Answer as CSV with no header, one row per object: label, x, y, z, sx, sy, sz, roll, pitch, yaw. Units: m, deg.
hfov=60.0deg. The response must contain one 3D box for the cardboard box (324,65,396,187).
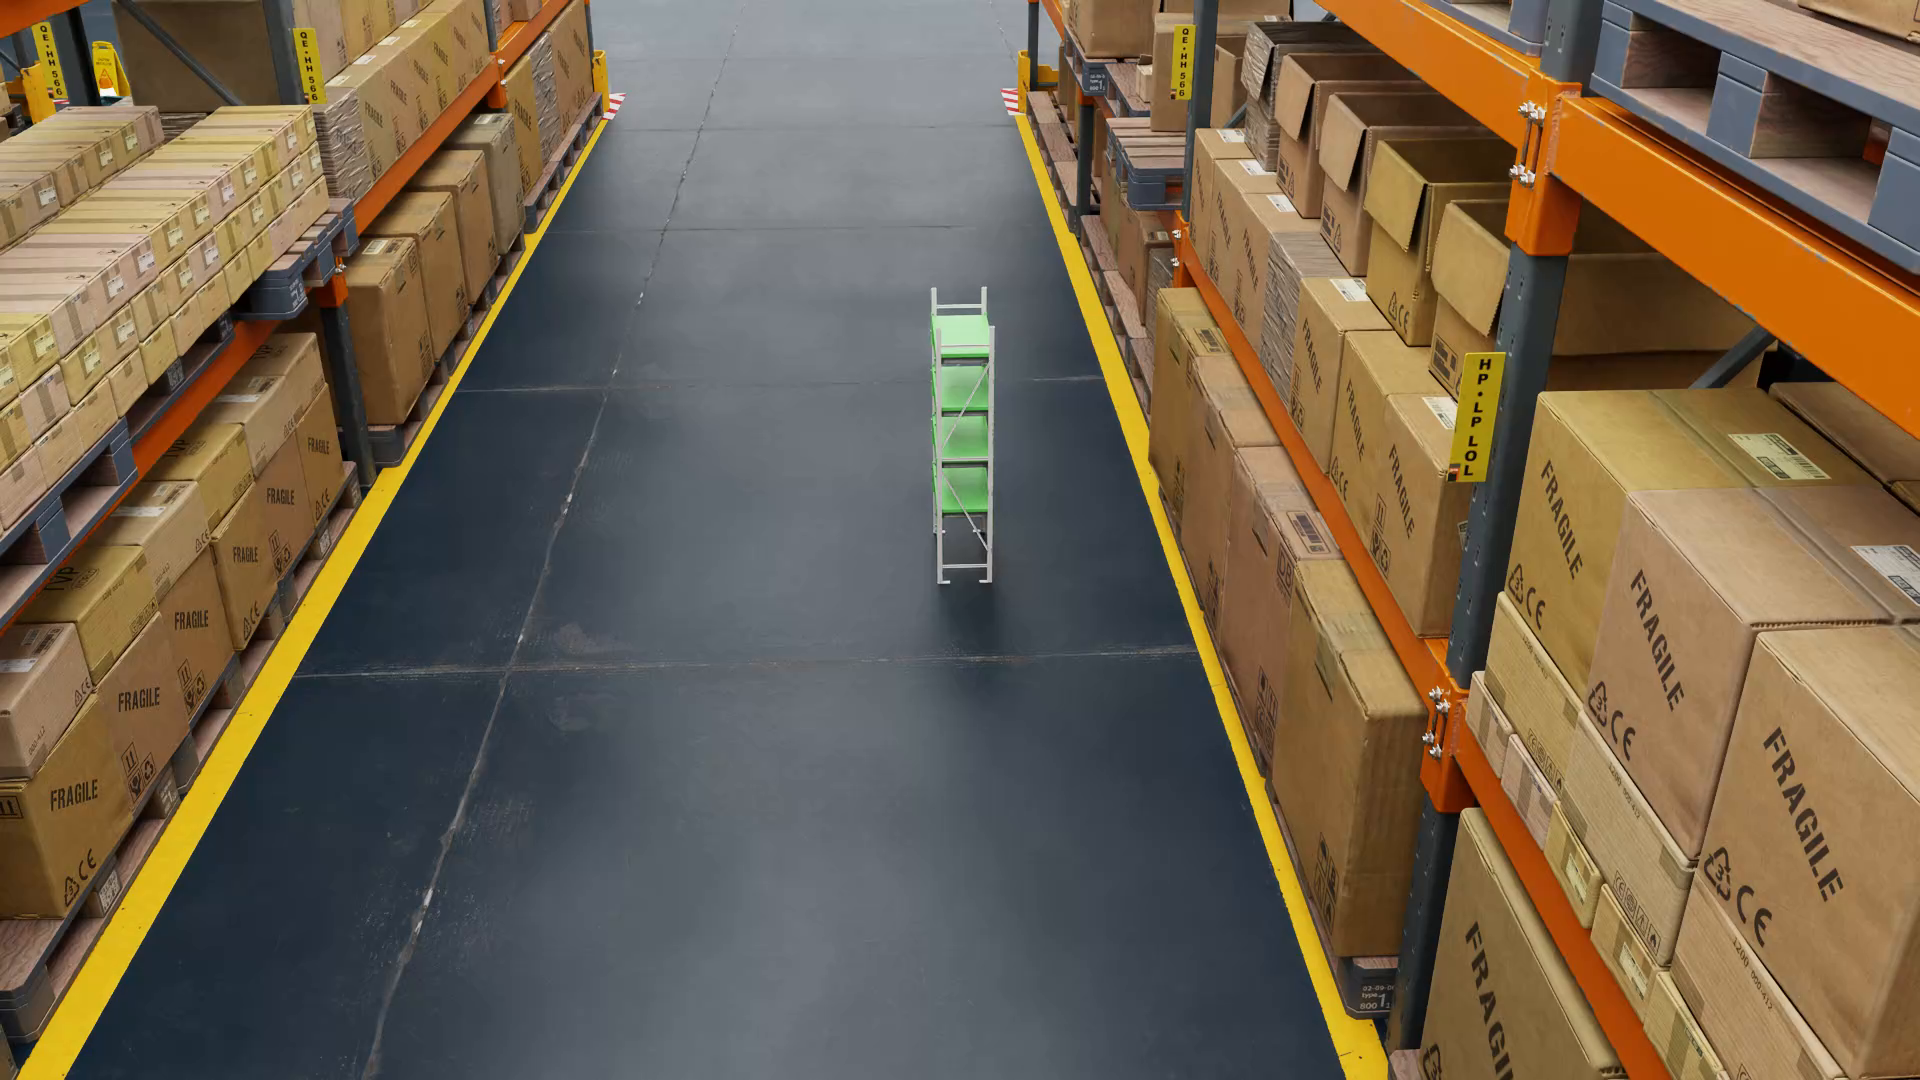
cardboard box,-3.201,-2.090,8.406,0.500,0.500,0.500,-2,28,-3

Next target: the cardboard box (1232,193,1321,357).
cardboard box,1.354,-1.009,6.333,0.500,0.500,0.500,-2,28,-4

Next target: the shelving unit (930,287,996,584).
shelving unit,0.009,-0.456,7.326,0.258,1.200,0.503,-1,28,-3

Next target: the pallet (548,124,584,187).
pallet,-3.655,-3.126,13.515,1.003,0.211,1.213,-1,28,-3

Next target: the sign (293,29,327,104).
sign,-2.877,-2.093,7.353,0.100,0.325,0.005,-1,28,-3

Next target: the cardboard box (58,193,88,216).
cardboard box,-3.546,-1.211,6.324,0.380,0.149,0.250,-1,28,-2

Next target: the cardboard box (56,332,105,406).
cardboard box,-2.814,-0.509,4.978,0.380,0.149,0.250,-3,28,-5

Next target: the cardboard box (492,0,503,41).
cardboard box,-3.658,-3.681,11.402,0.875,0.550,0.550,-1,28,-3

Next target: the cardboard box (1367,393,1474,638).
cardboard box,1.452,-0.077,4.546,0.500,0.500,0.500,-1,28,-2

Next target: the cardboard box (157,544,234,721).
cardboard box,-3.053,0.338,6.106,0.500,0.500,0.500,-1,28,-2

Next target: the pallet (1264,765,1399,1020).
pallet,1.634,1.059,5.492,1.003,0.211,1.213,-1,28,-3

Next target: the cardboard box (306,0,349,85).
cardboard box,-3.459,-2.526,8.160,0.700,0.500,0.500,-2,28,-3

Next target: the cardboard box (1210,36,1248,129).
cardboard box,1.472,-2.149,8.065,0.500,0.500,0.500,-5,28,-9

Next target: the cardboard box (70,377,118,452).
cardboard box,-2.812,-0.377,5.047,0.380,0.149,0.250,-1,28,-2

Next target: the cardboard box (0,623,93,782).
cardboard box,-2.984,0.492,5.001,0.500,0.250,0.500,-3,28,-5

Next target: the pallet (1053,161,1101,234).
pallet,1.261,-2.591,12.489,1.003,0.211,1.213,-1,28,-3

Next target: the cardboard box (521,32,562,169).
cardboard box,-3.641,-3.397,12.863,0.875,0.875,0.875,-1,28,-2

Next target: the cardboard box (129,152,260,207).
cardboard box,-2.892,-1.361,6.289,0.380,0.149,0.250,-1,28,-1

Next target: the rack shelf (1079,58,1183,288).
rack shelf,1.436,-2.275,9.646,1.077,0.370,4.000,-1,28,-3

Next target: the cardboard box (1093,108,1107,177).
cardboard box,1.313,-3.046,12.595,0.500,0.500,0.500,7,28,14

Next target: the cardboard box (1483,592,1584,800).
cardboard box,1.512,0.335,3.705,0.500,0.250,0.500,-2,28,-4

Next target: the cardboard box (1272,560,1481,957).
cardboard box,1.696,0.638,5.127,1.225,0.875,0.875,-1,28,-2

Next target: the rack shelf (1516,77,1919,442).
rack shelf,1.854,0.089,1.869,1.077,0.370,4.000,-1,28,-3

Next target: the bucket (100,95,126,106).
bucket,-5.936,-2.674,11.530,0.726,0.611,0.620,8,39,15

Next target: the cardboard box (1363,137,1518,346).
cardboard box,1.683,-0.924,5.086,0.797,0.503,0.637,-1,28,-2

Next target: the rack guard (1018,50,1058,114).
rack guard,1.127,-4.222,15.304,1.175,0.500,0.348,-1,28,-3

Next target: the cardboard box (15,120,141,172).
cardboard box,-3.571,-1.594,6.736,0.380,0.149,0.250,-2,28,-4

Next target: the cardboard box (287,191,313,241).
cardboard box,-2.922,-1.341,6.895,0.380,0.149,0.250,-1,28,-3

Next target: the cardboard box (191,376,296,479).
cardboard box,-3.083,-0.465,6.837,0.500,0.250,0.500,-1,28,-2

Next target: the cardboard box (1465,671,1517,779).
cardboard box,1.433,0.433,3.948,0.380,0.149,0.250,-1,28,-3

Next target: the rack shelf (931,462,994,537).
rack shelf,0.009,-0.186,7.467,0.258,0.148,0.480,-1,28,-3

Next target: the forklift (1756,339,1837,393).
forklift,3.442,-1.059,6.612,1.130,2.935,3.031,-1,28,-1

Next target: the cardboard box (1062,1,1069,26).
cardboard box,0.946,-3.844,12.148,0.380,0.149,0.250,-1,28,-3

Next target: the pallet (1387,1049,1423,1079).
pallet,1.711,1.766,4.135,1.003,0.211,1.213,-1,28,-3

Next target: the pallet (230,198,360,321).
pallet,-3.274,-1.186,6.987,1.213,0.211,1.003,-1,28,-3

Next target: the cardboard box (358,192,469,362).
cardboard box,-3.409,-1.473,9.310,1.050,0.750,0.750,-1,28,-2

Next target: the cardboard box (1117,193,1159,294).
cardboard box,1.378,-1.841,10.264,0.700,0.500,0.500,-4,28,-7

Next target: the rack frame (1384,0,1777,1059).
rack frame,1.749,0.177,4.167,1.000,3.000,0.127,-1,28,-3

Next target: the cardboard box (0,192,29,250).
cardboard box,-3.517,-1.111,5.811,0.380,0.149,0.250,-1,28,-1

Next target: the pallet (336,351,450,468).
pallet,-3.384,-0.727,8.915,1.003,0.211,1.213,-1,28,-3

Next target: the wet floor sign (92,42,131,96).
wet floor sign,-7.715,-4.195,15.096,0.267,0.644,0.232,8,29,15

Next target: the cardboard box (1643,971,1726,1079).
cardboard box,1.490,0.915,3.023,0.380,0.149,0.250,-2,28,-3

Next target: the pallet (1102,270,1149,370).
pallet,1.440,-1.357,10.124,1.003,0.211,1.213,-1,28,-3

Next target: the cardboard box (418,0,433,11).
cardboard box,-3.566,-3.466,9.962,0.700,0.500,0.500,-2,28,-3

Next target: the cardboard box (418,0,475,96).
cardboard box,-3.306,-3.021,10.191,0.500,0.500,0.500,-2,28,-3

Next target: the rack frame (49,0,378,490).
rack frame,-3.418,-1.597,7.569,1.000,3.000,0.127,-1,28,-3

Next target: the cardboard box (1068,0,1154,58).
cardboard box,1.233,-3.600,10.305,1.000,1.000,1.000,-1,28,-2

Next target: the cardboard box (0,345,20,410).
cardboard box,-2.791,-0.410,4.467,0.380,0.149,0.250,-1,28,-1

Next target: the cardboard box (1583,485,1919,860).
cardboard box,1.537,0.234,3.088,0.500,0.500,0.500,-1,28,-3

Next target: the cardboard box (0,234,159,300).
cardboard box,-2.839,-0.879,5.366,0.380,0.149,0.250,0,28,-1

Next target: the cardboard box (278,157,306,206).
cardboard box,-2.922,-1.464,6.809,0.380,0.149,0.250,0,28,-1

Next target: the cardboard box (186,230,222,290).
cardboard box,-2.868,-0.991,5.903,0.380,0.149,0.250,-1,28,-1

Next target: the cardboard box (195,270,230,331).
cardboard box,-2.872,-0.863,5.979,0.380,0.149,0.250,-1,28,-1
